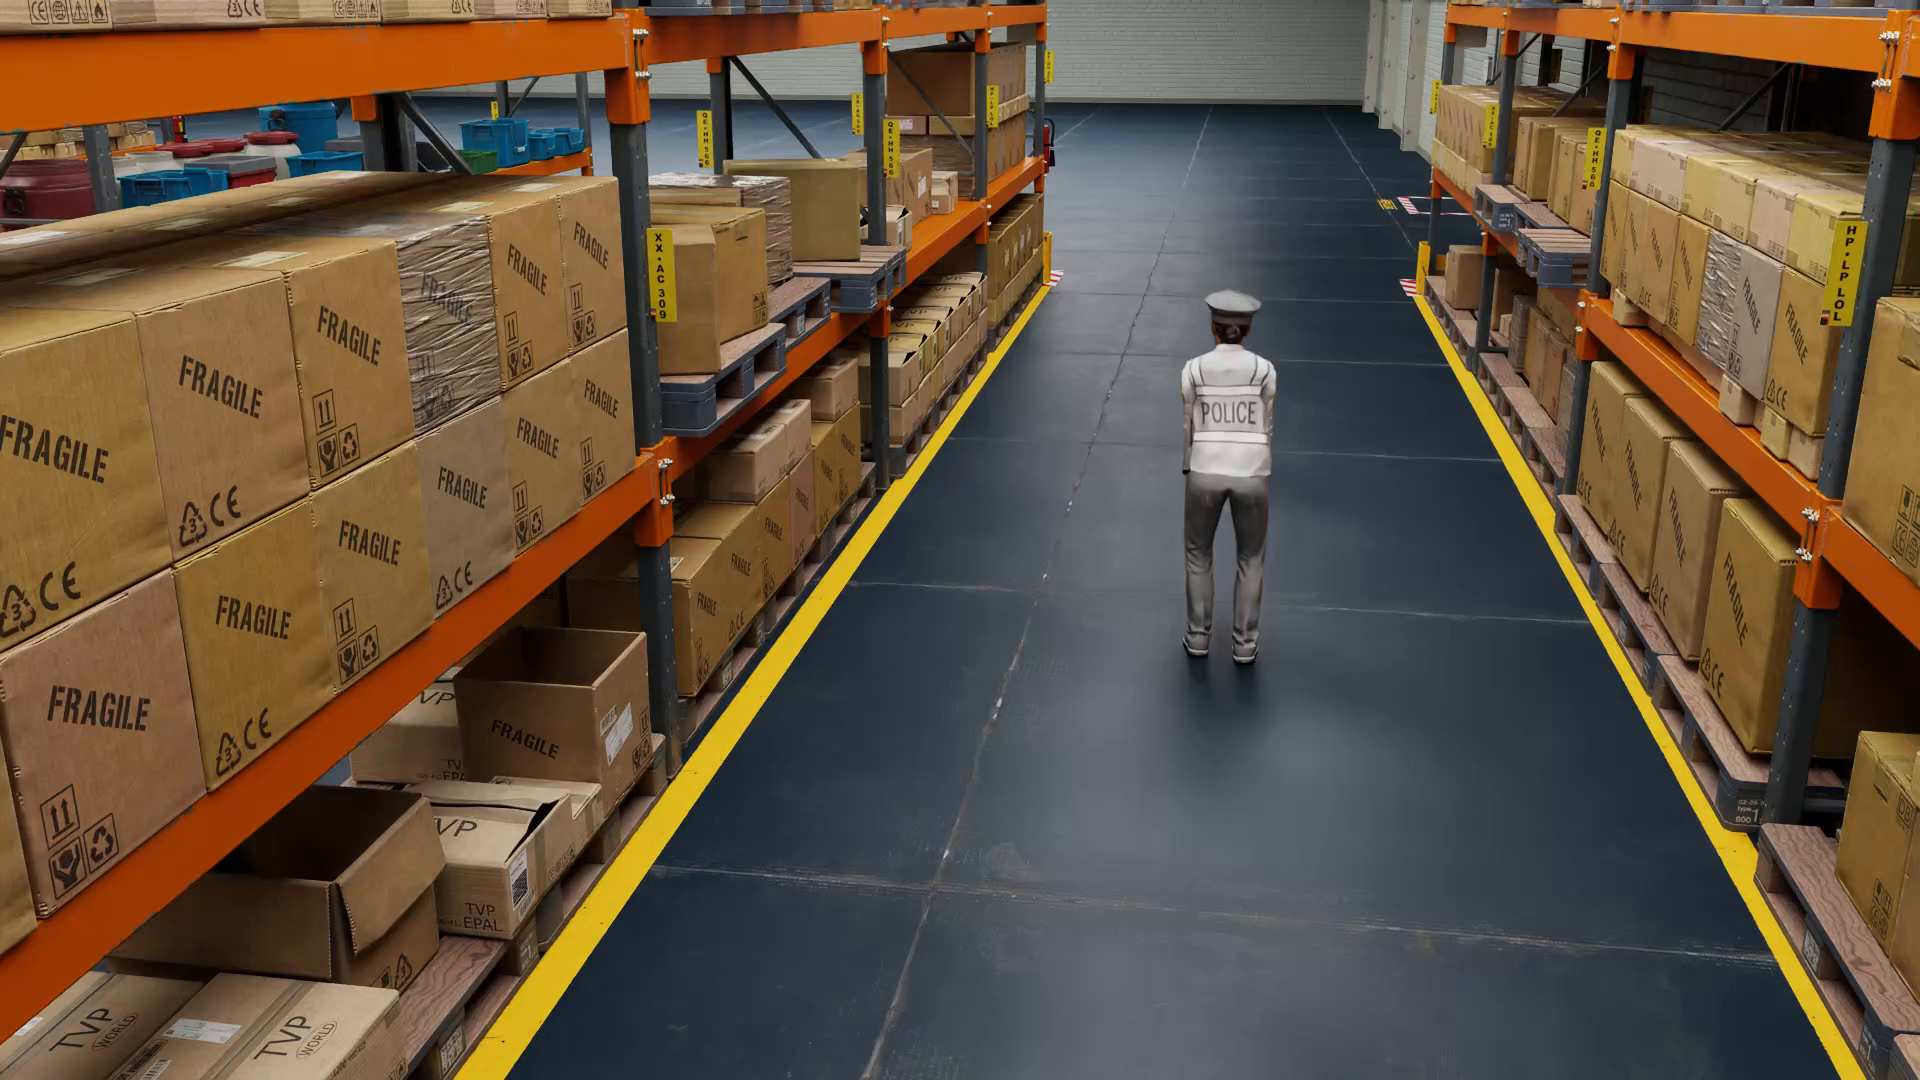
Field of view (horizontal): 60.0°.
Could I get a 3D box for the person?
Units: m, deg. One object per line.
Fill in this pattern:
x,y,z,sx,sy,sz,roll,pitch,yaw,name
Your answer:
1.191,-0.296,7.432,0.453,1.691,0.523,3,18,8,person
